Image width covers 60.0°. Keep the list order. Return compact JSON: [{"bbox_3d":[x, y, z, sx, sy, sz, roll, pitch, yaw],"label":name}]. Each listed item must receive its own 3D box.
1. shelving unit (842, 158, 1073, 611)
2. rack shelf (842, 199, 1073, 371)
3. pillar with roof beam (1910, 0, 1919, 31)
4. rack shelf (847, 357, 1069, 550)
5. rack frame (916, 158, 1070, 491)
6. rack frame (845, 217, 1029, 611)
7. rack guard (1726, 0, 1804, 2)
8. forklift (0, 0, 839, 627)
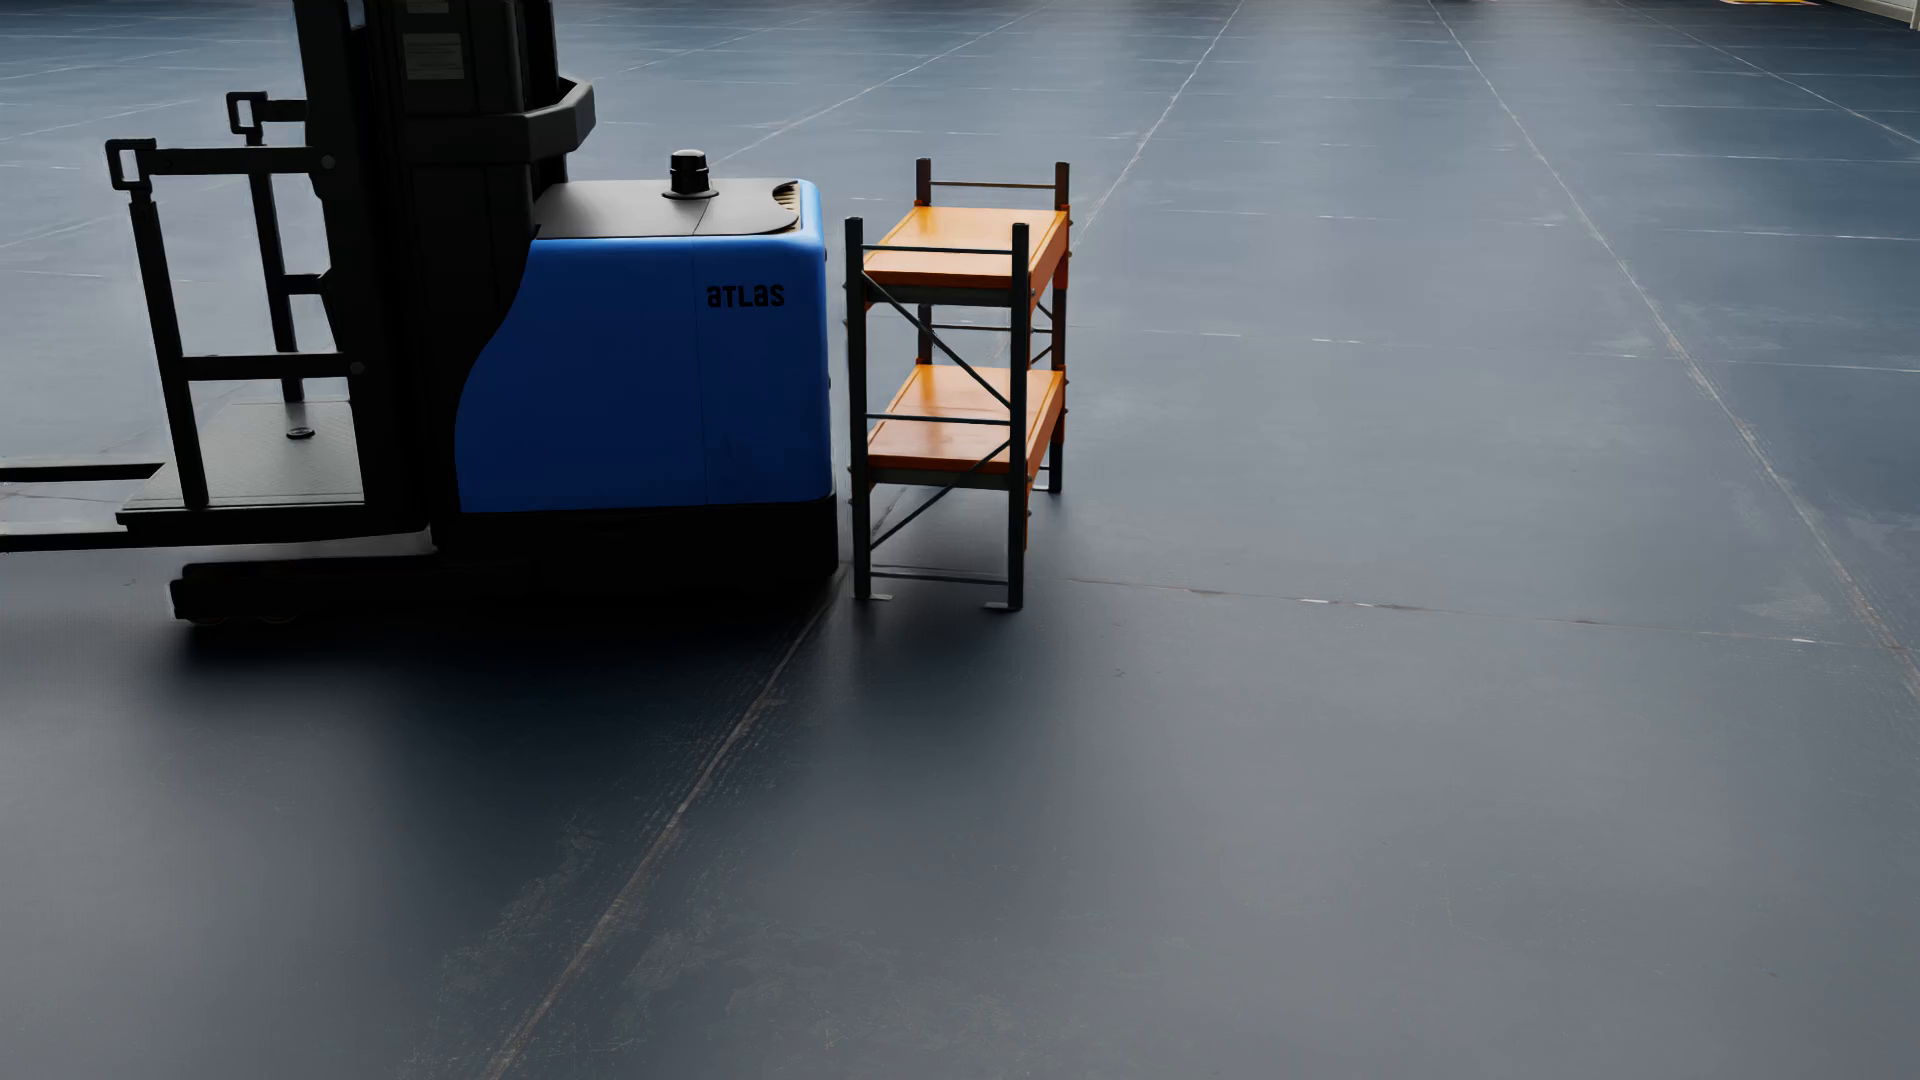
[{"bbox_3d":[0.021,-0.524,5.149,0.538,1.125,1.048,4,22,9],"label":"shelving unit"},{"bbox_3d":[0.021,-0.796,5.040,0.538,0.278,1.000,4,22,9],"label":"rack shelf"},{"bbox_3d":[8.856,-11.401,21.617,9.100,9.000,0.400,4,22,11],"label":"pillar with roof beam"},{"bbox_3d":[0.021,-0.297,5.241,0.538,0.278,1.000,4,22,9],"label":"rack shelf"},{"bbox_3d":[0.106,-0.711,5.614,0.500,1.125,0.032,4,22,9],"label":"rack frame"},{"bbox_3d":[-0.063,-0.337,4.684,0.500,1.125,0.032,4,22,9],"label":"rack frame"},{"bbox_3d":[13.266,-9.130,27.355,1.175,0.500,0.348,4,22,11],"label":"rack guard"},{"bbox_3d":[-1.911,-1.320,4.707,3.031,2.935,1.130,-2,22,-5],"label":"forklift"}]
